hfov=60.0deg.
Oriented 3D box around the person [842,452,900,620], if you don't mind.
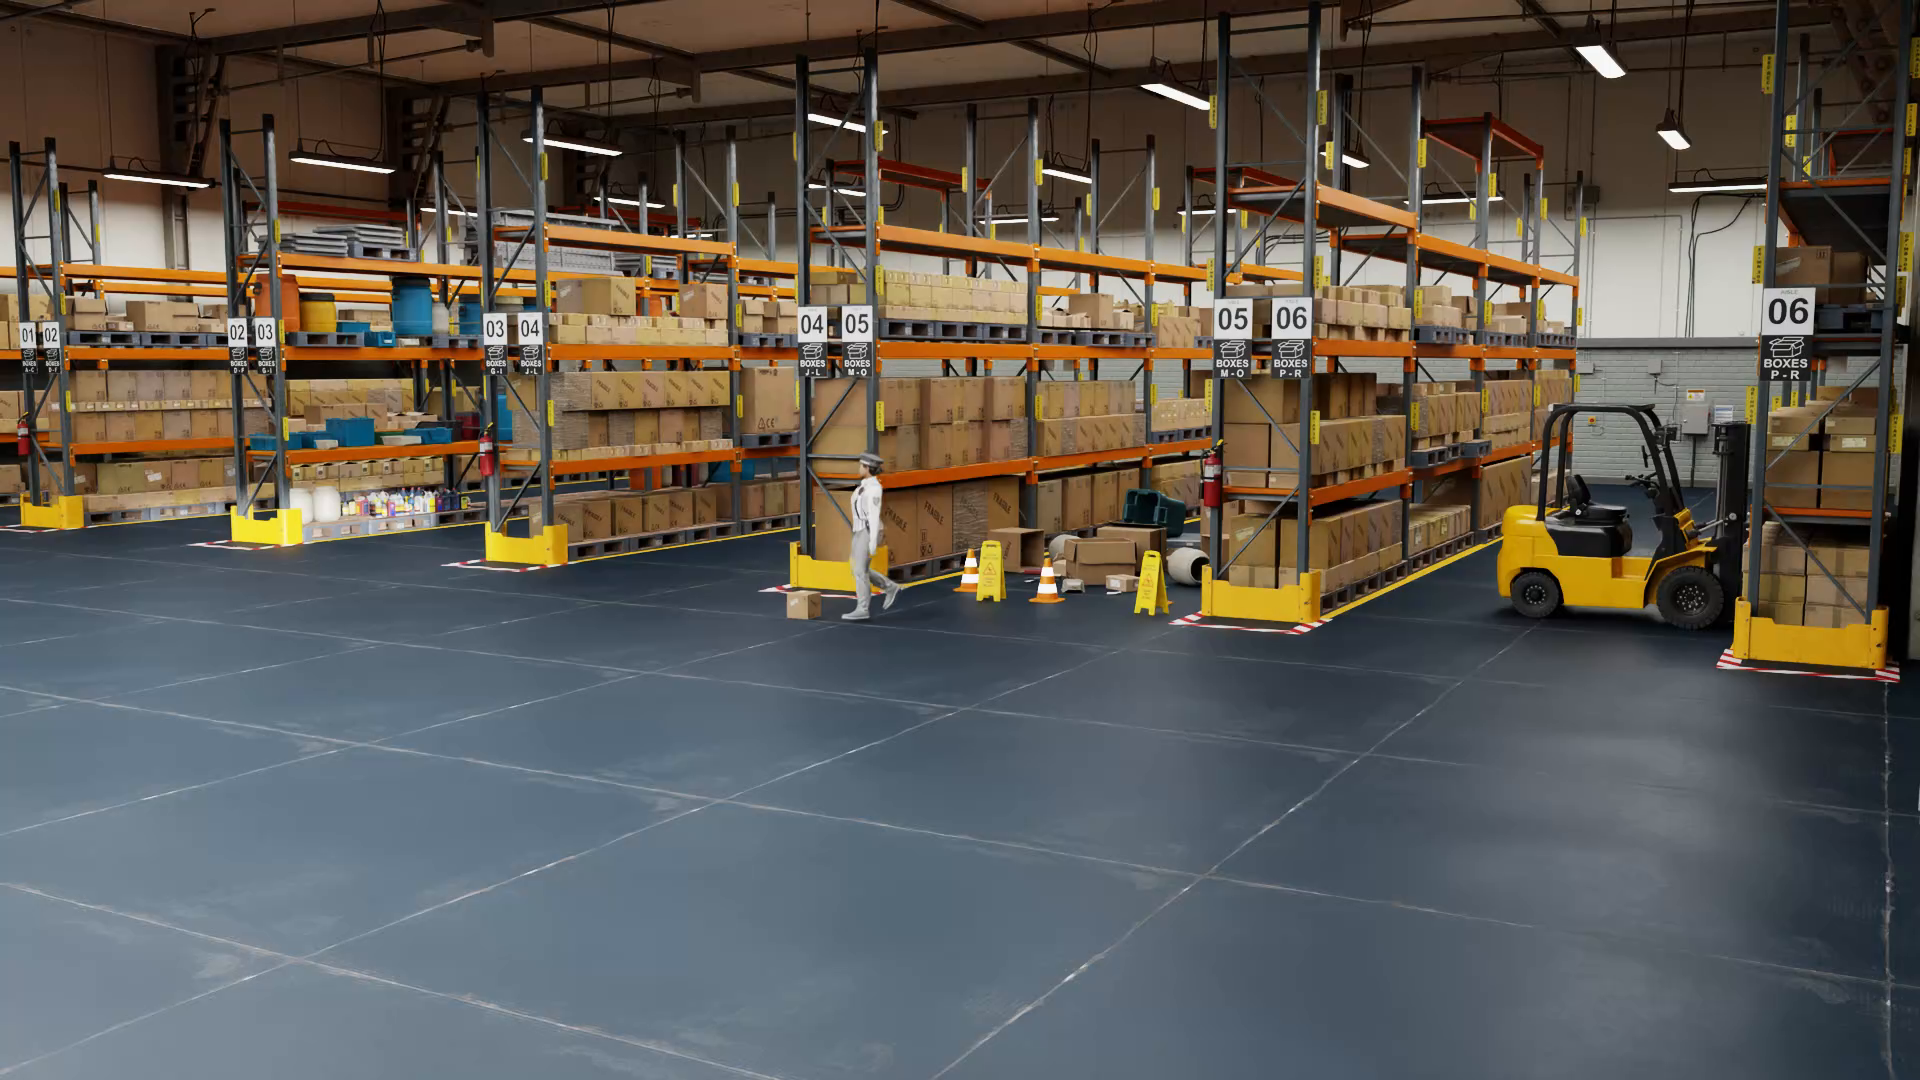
[{"bbox_3d":[-0.890,-0.049,16.639,0.650,1.669,0.499,-2,6,-18],"label":"person"}]
